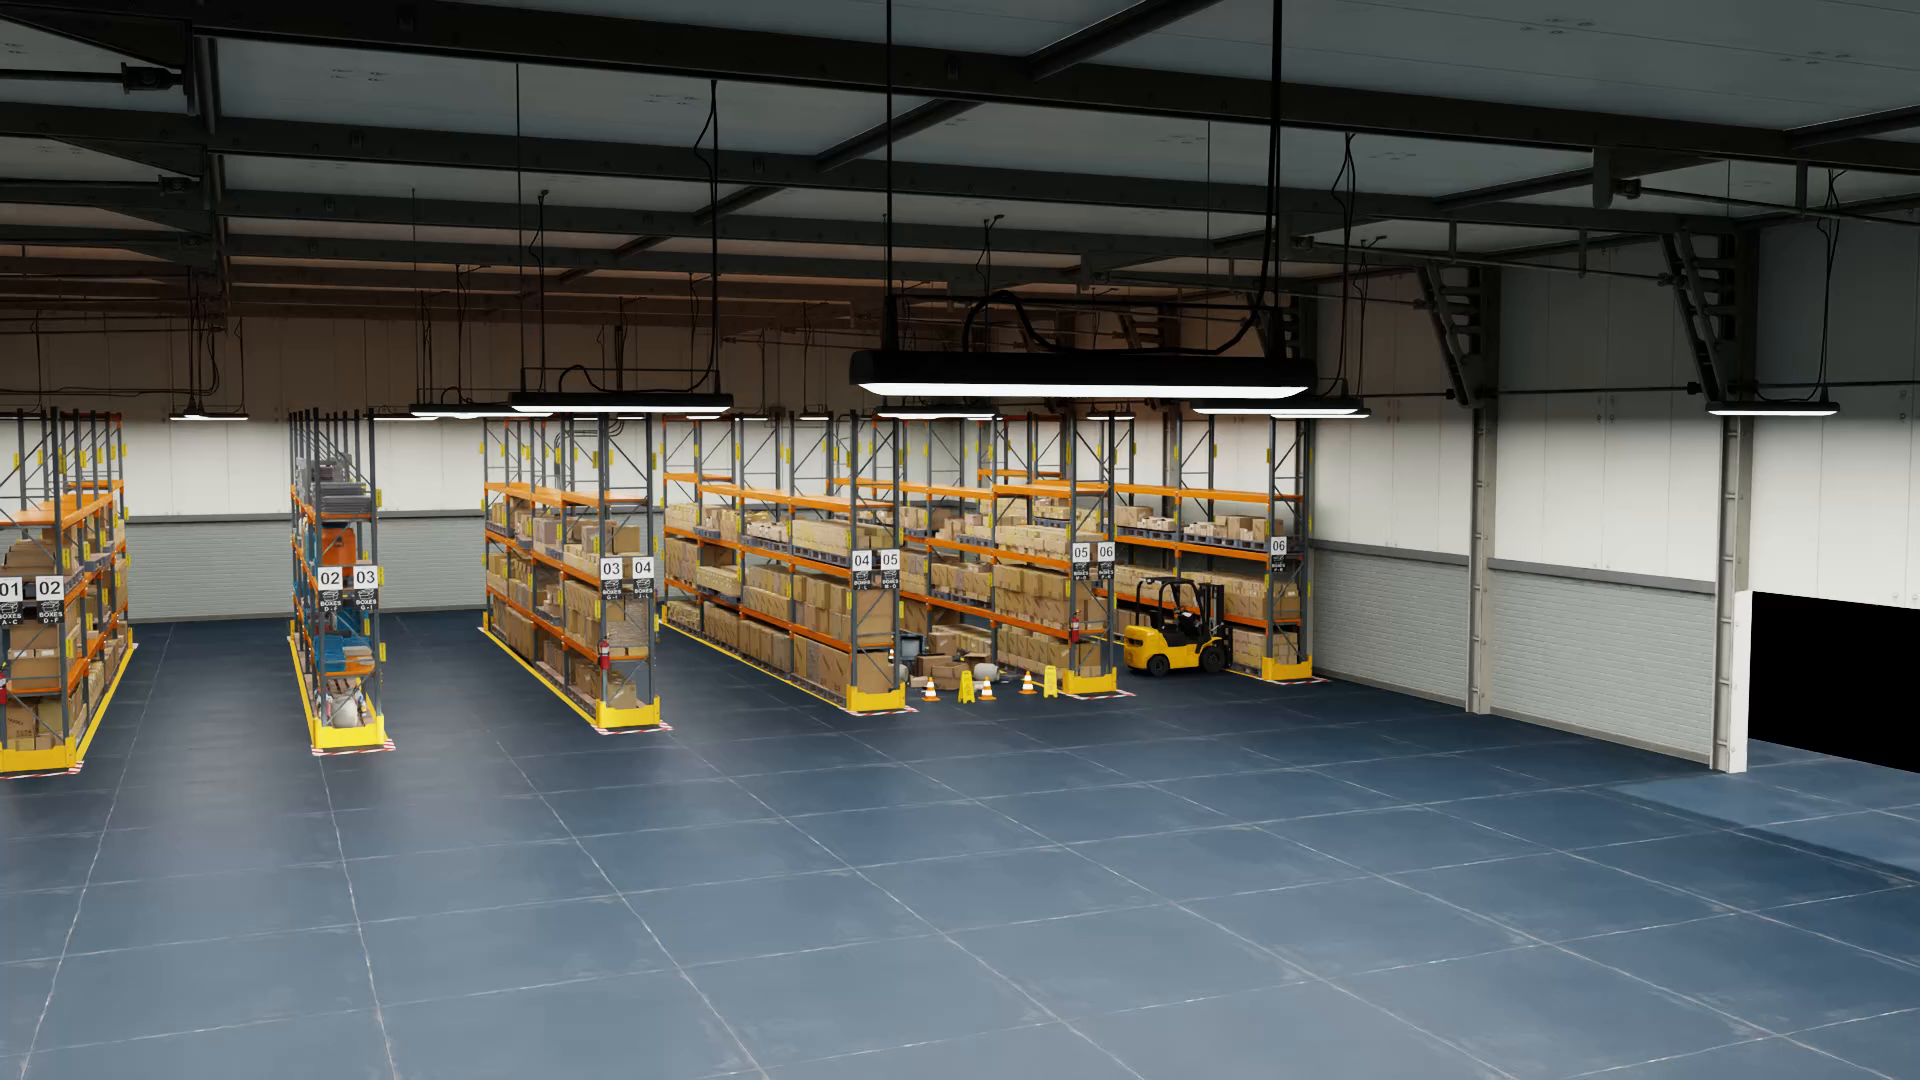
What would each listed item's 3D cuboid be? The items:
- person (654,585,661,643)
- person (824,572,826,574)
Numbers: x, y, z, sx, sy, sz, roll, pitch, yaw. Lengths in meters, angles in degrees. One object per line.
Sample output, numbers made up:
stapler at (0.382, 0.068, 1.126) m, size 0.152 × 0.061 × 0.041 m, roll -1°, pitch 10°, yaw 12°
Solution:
person at (-8.186, 1.791, 43.751) m, size 0.559 × 1.763 × 0.903 m, roll -2°, pitch 4°, yaw -27°
person at (-4.031, 1.232, 52.522) m, size 0.920 × 1.599 × 0.421 m, roll -3°, pitch 5°, yaw -35°
